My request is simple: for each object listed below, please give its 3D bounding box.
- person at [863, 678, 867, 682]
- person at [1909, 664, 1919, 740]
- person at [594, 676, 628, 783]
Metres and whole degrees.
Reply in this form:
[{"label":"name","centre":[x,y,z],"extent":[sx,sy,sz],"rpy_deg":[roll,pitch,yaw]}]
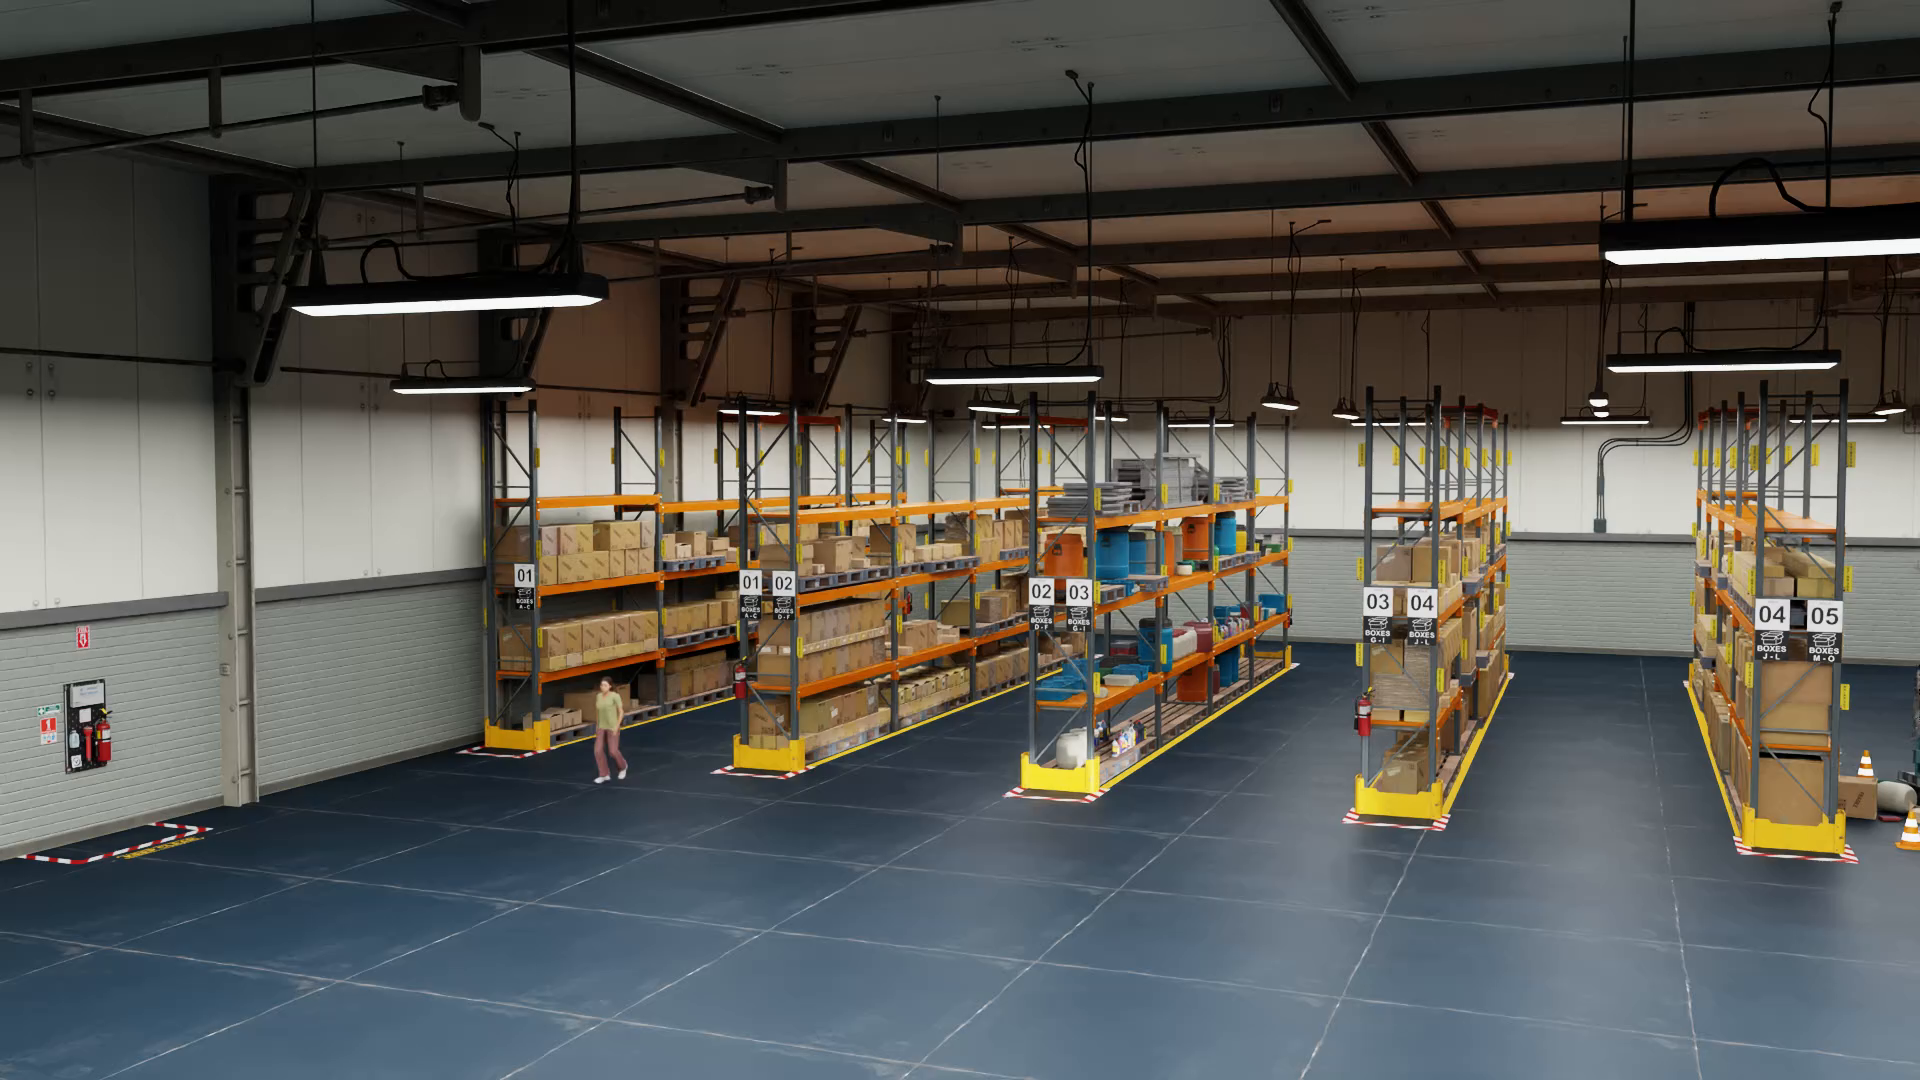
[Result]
[{"label":"person","centre":[-2.206,2.378,35.198],"extent":[0.566,1.779,0.518],"rpy_deg":[2,3,32]},{"label":"person","centre":[17.086,2.742,29.305],"extent":[0.453,1.726,0.555],"rpy_deg":[0,3,4]},{"label":"person","centre":[-5.410,2.916,25.802],"extent":[0.518,1.657,0.591],"rpy_deg":[1,3,18]}]
